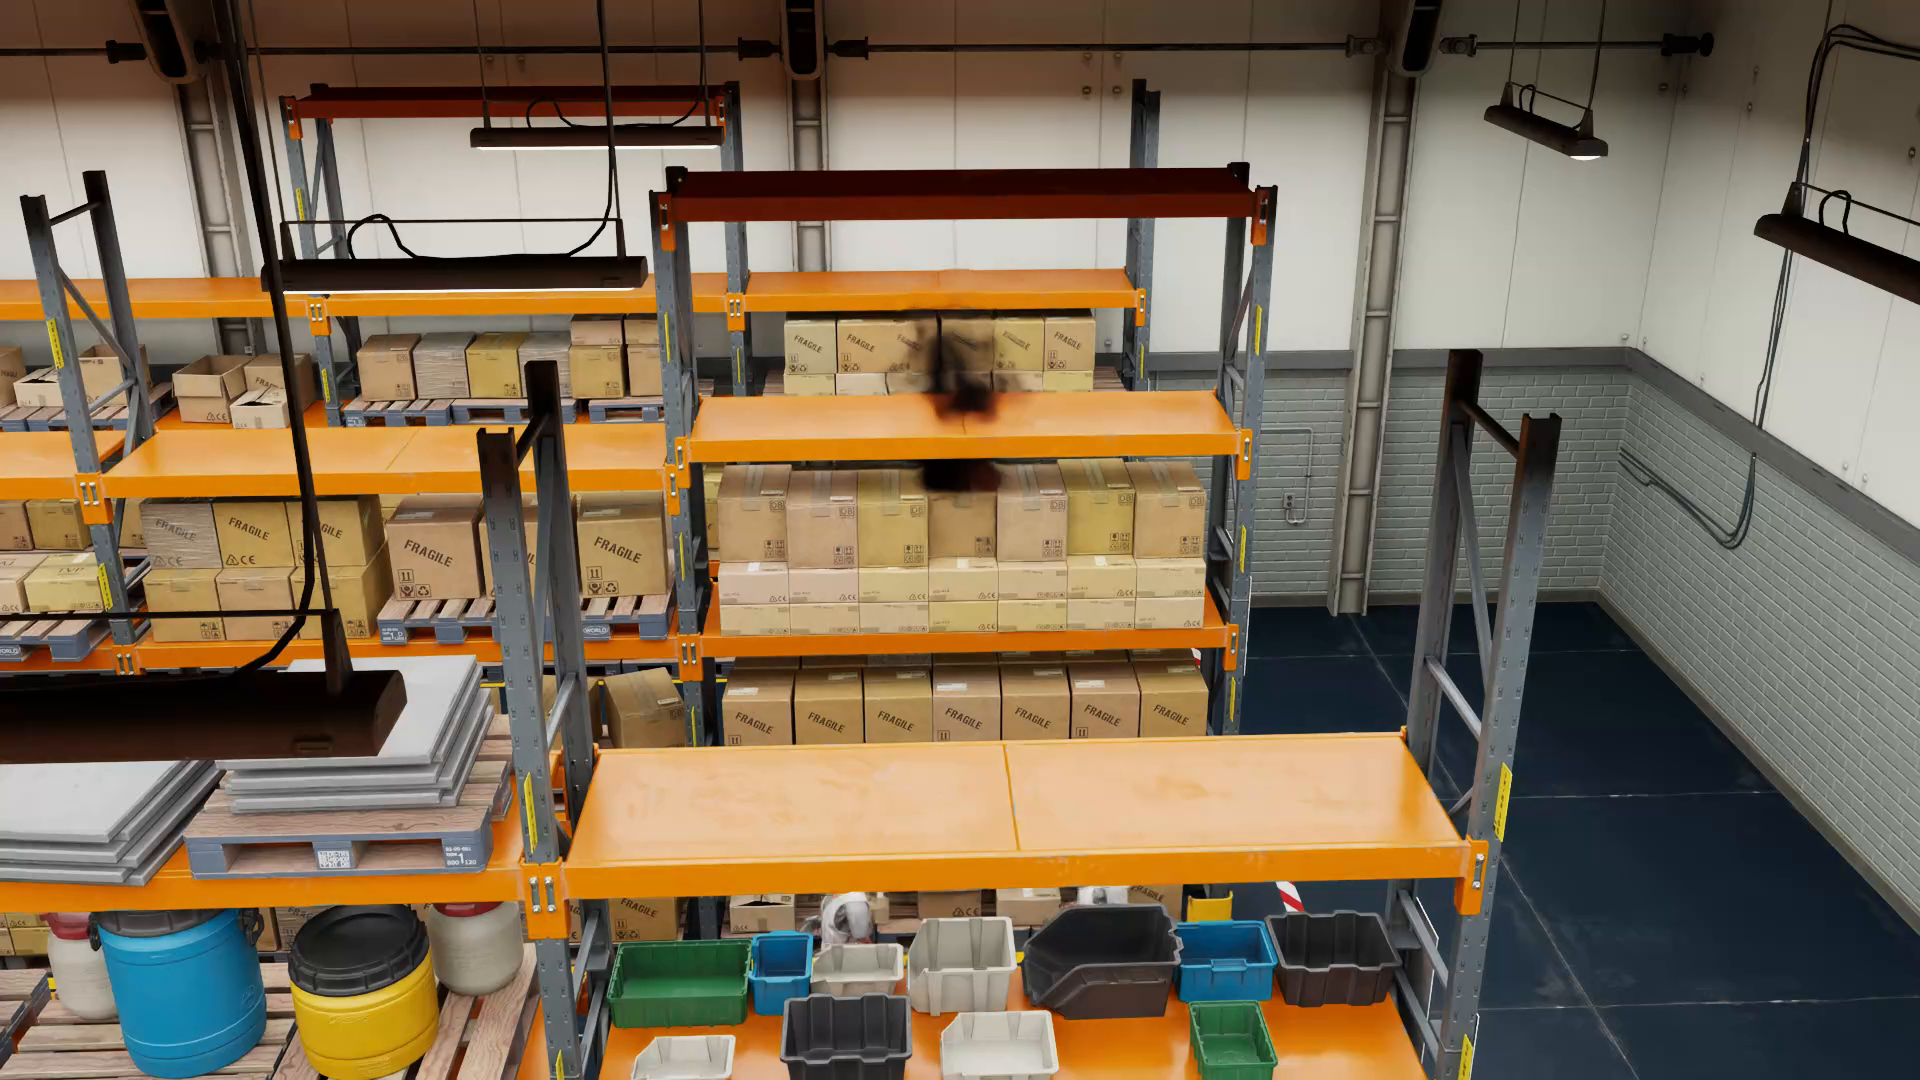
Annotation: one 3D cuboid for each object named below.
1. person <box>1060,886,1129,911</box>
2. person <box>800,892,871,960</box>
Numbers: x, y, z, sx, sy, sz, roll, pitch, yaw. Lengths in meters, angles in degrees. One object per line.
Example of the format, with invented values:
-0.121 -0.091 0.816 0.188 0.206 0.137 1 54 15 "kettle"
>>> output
1.002 2.729 11.451 0.833 1.801 0.663 -4 22 -10 "person"
-0.781 2.821 11.257 0.594 1.729 0.654 -4 22 -9 "person"
